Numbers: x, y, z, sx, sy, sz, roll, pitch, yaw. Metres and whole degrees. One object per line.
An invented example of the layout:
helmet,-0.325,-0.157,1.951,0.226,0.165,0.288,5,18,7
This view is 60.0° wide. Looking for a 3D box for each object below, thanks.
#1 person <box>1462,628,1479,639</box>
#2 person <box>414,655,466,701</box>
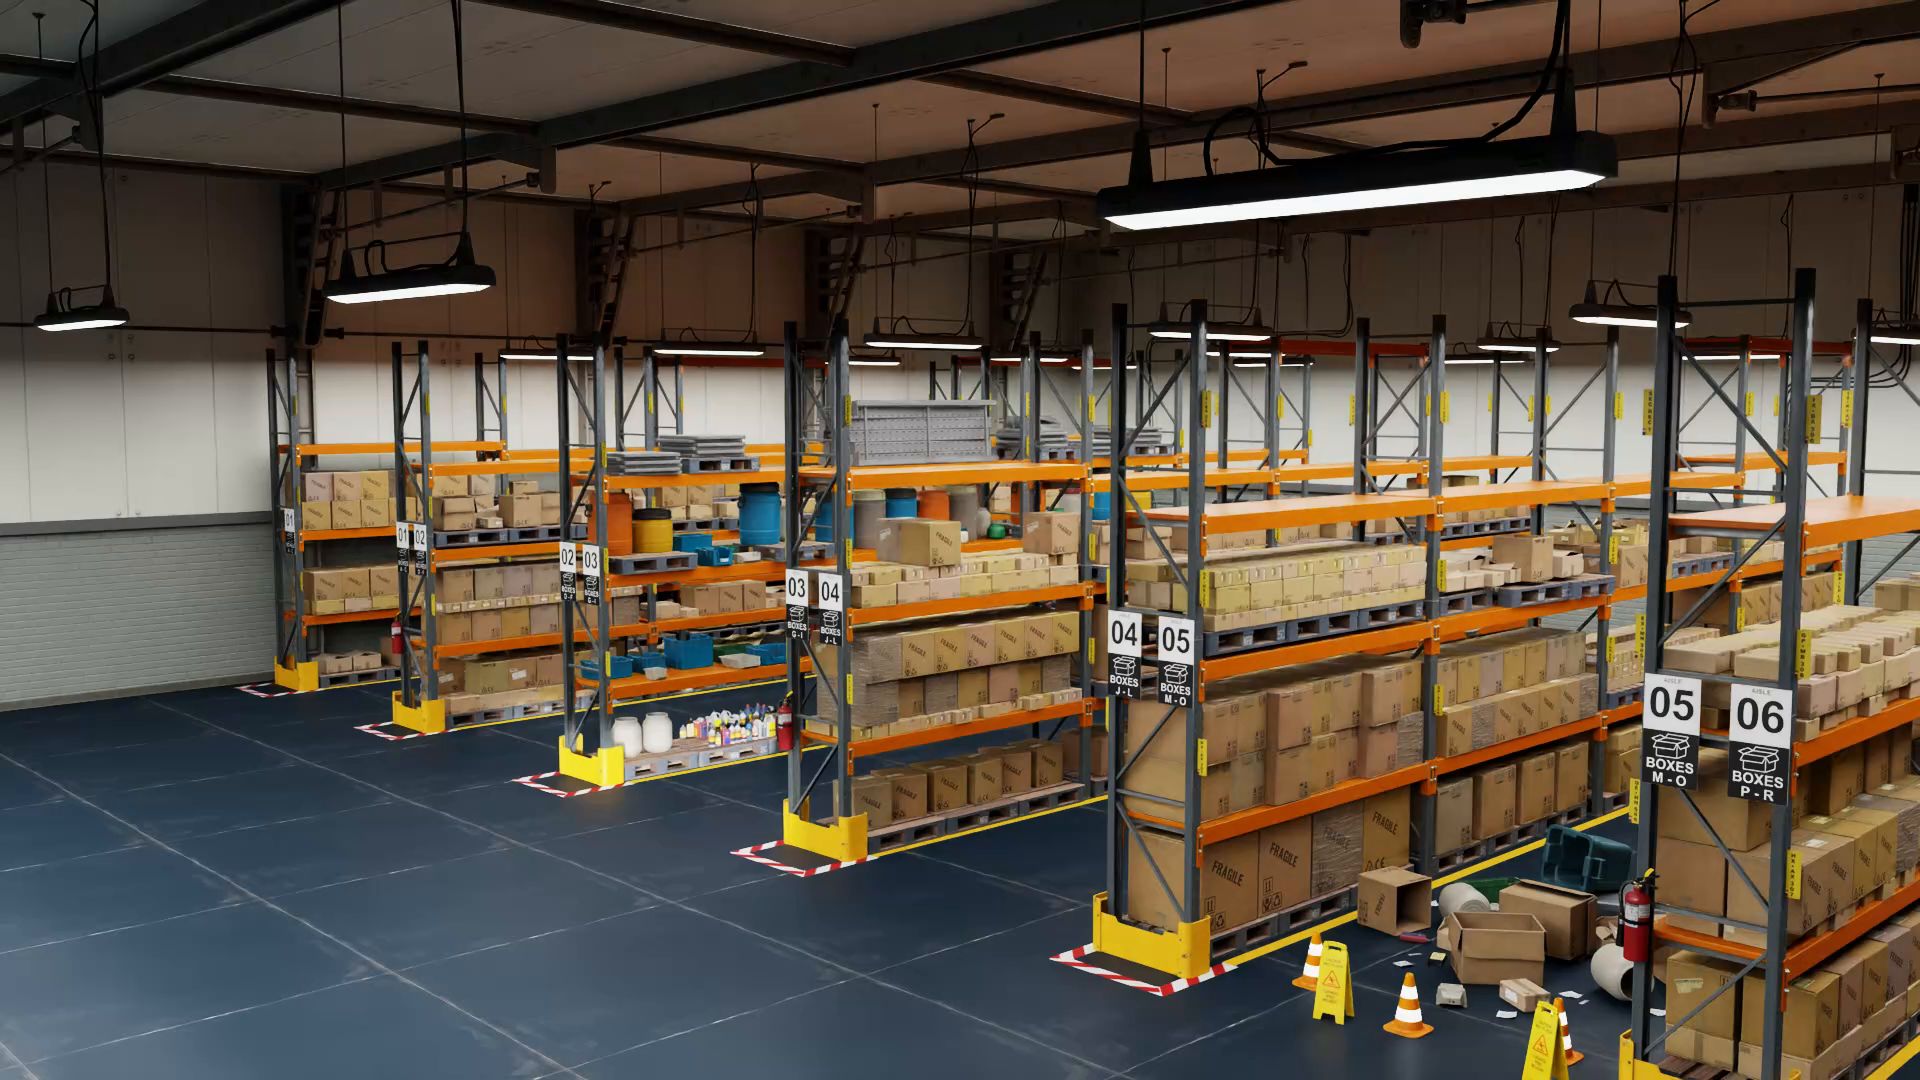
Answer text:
person,7.722,2.153,25.241,0.479,1.672,0.524,-3,6,-32
person,-8.764,1.890,28.105,0.580,1.713,0.960,3,6,34
